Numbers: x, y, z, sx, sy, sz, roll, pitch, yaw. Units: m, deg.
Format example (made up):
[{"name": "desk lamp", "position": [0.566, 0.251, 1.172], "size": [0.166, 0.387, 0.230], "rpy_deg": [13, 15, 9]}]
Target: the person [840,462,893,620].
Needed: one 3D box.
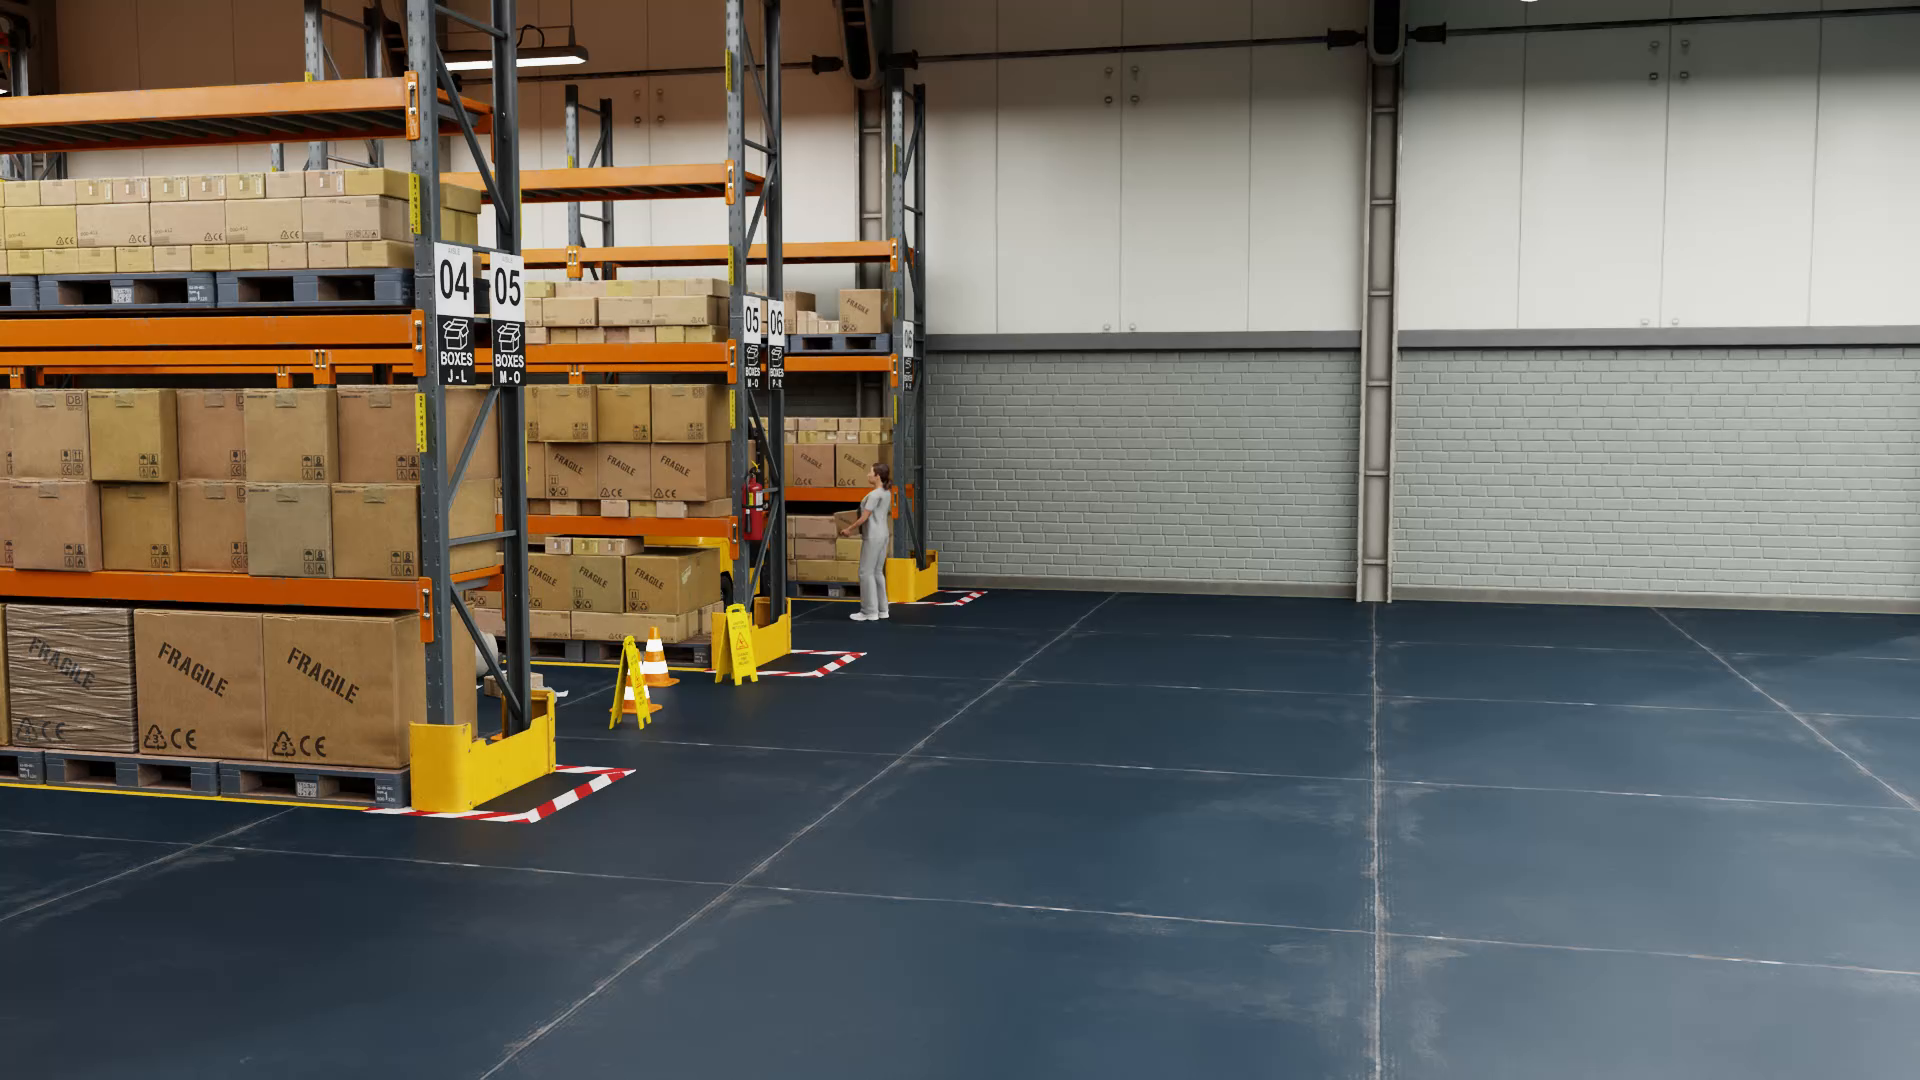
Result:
[{"name": "person", "position": [-0.960, 0.010, 17.514], "size": [0.554, 1.662, 0.436], "rpy_deg": [1, 5, 15]}]
